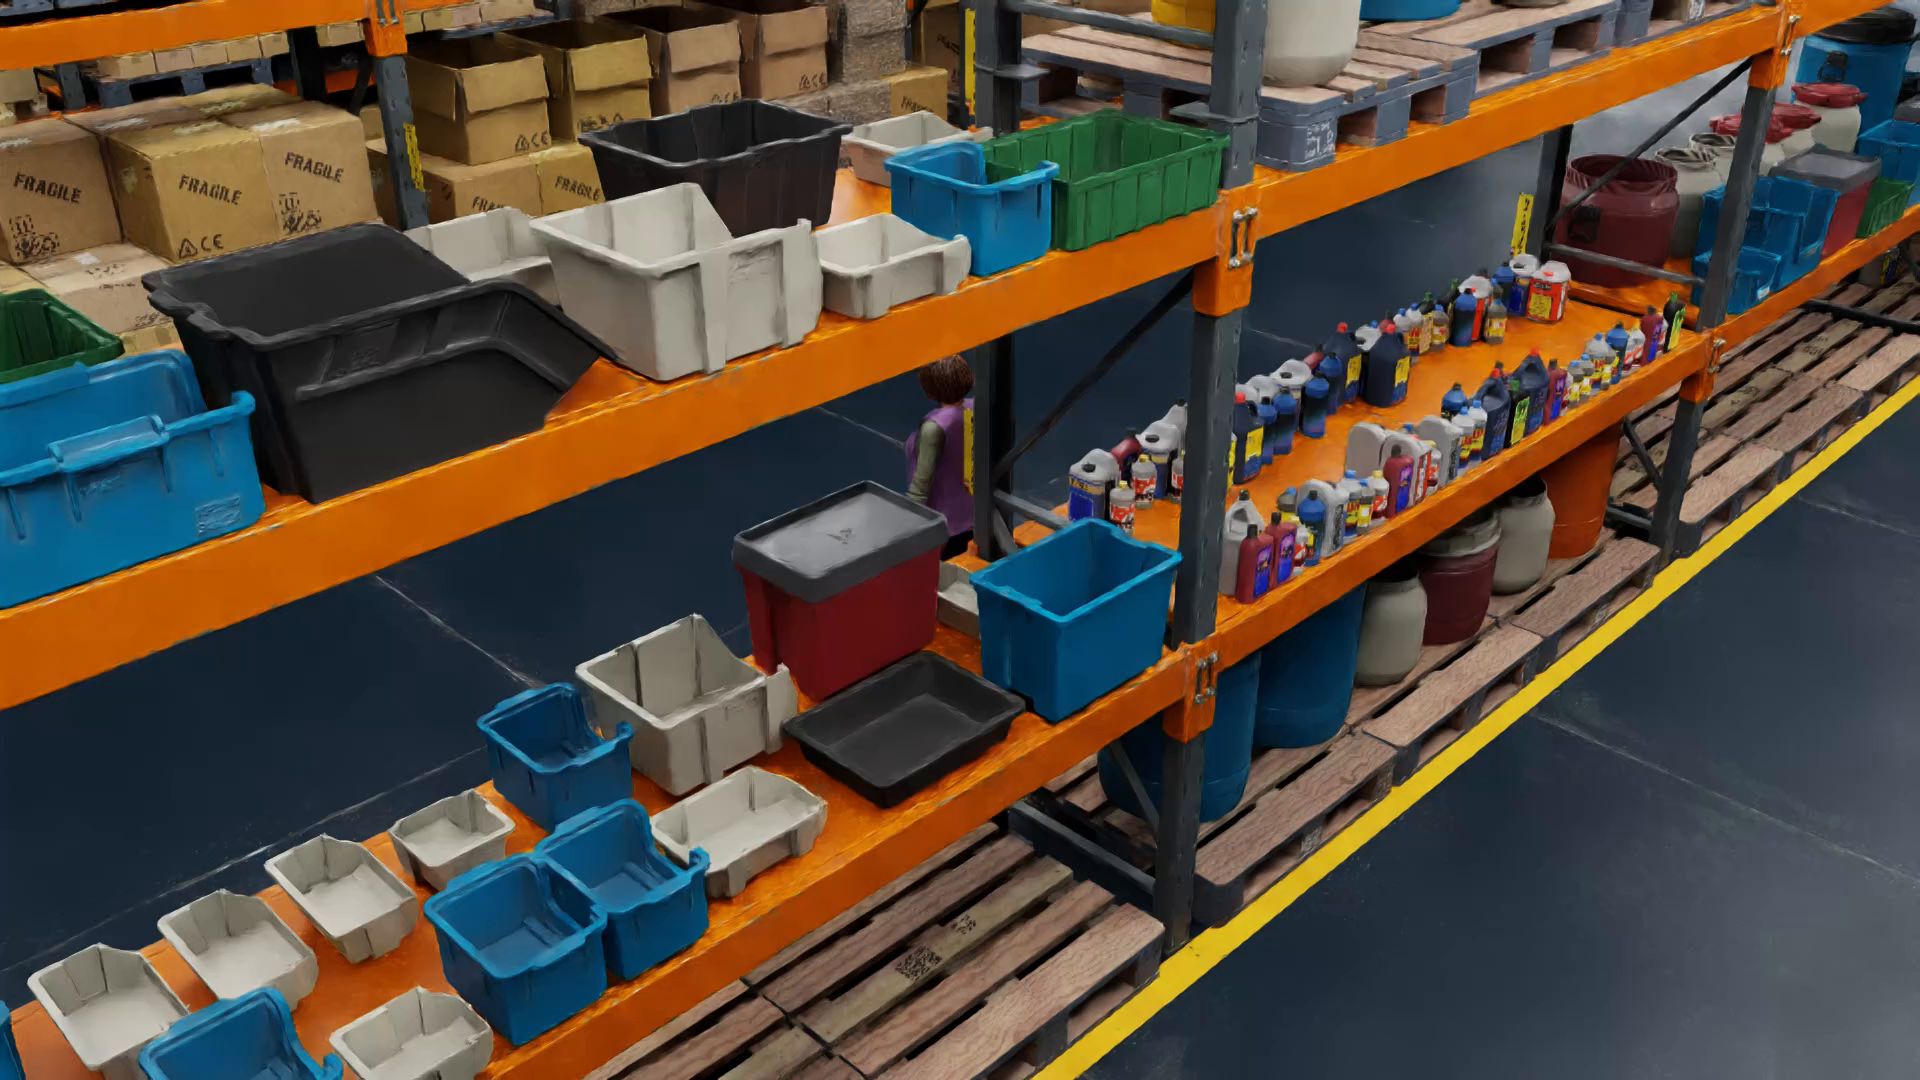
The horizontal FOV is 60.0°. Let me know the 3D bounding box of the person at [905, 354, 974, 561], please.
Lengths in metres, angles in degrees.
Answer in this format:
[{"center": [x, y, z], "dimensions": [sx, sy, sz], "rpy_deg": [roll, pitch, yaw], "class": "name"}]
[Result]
[{"center": [-0.082, -0.057, 7.187], "dimensions": [0.345, 1.603, 0.475], "rpy_deg": [20, 34, 33], "class": "person"}]
